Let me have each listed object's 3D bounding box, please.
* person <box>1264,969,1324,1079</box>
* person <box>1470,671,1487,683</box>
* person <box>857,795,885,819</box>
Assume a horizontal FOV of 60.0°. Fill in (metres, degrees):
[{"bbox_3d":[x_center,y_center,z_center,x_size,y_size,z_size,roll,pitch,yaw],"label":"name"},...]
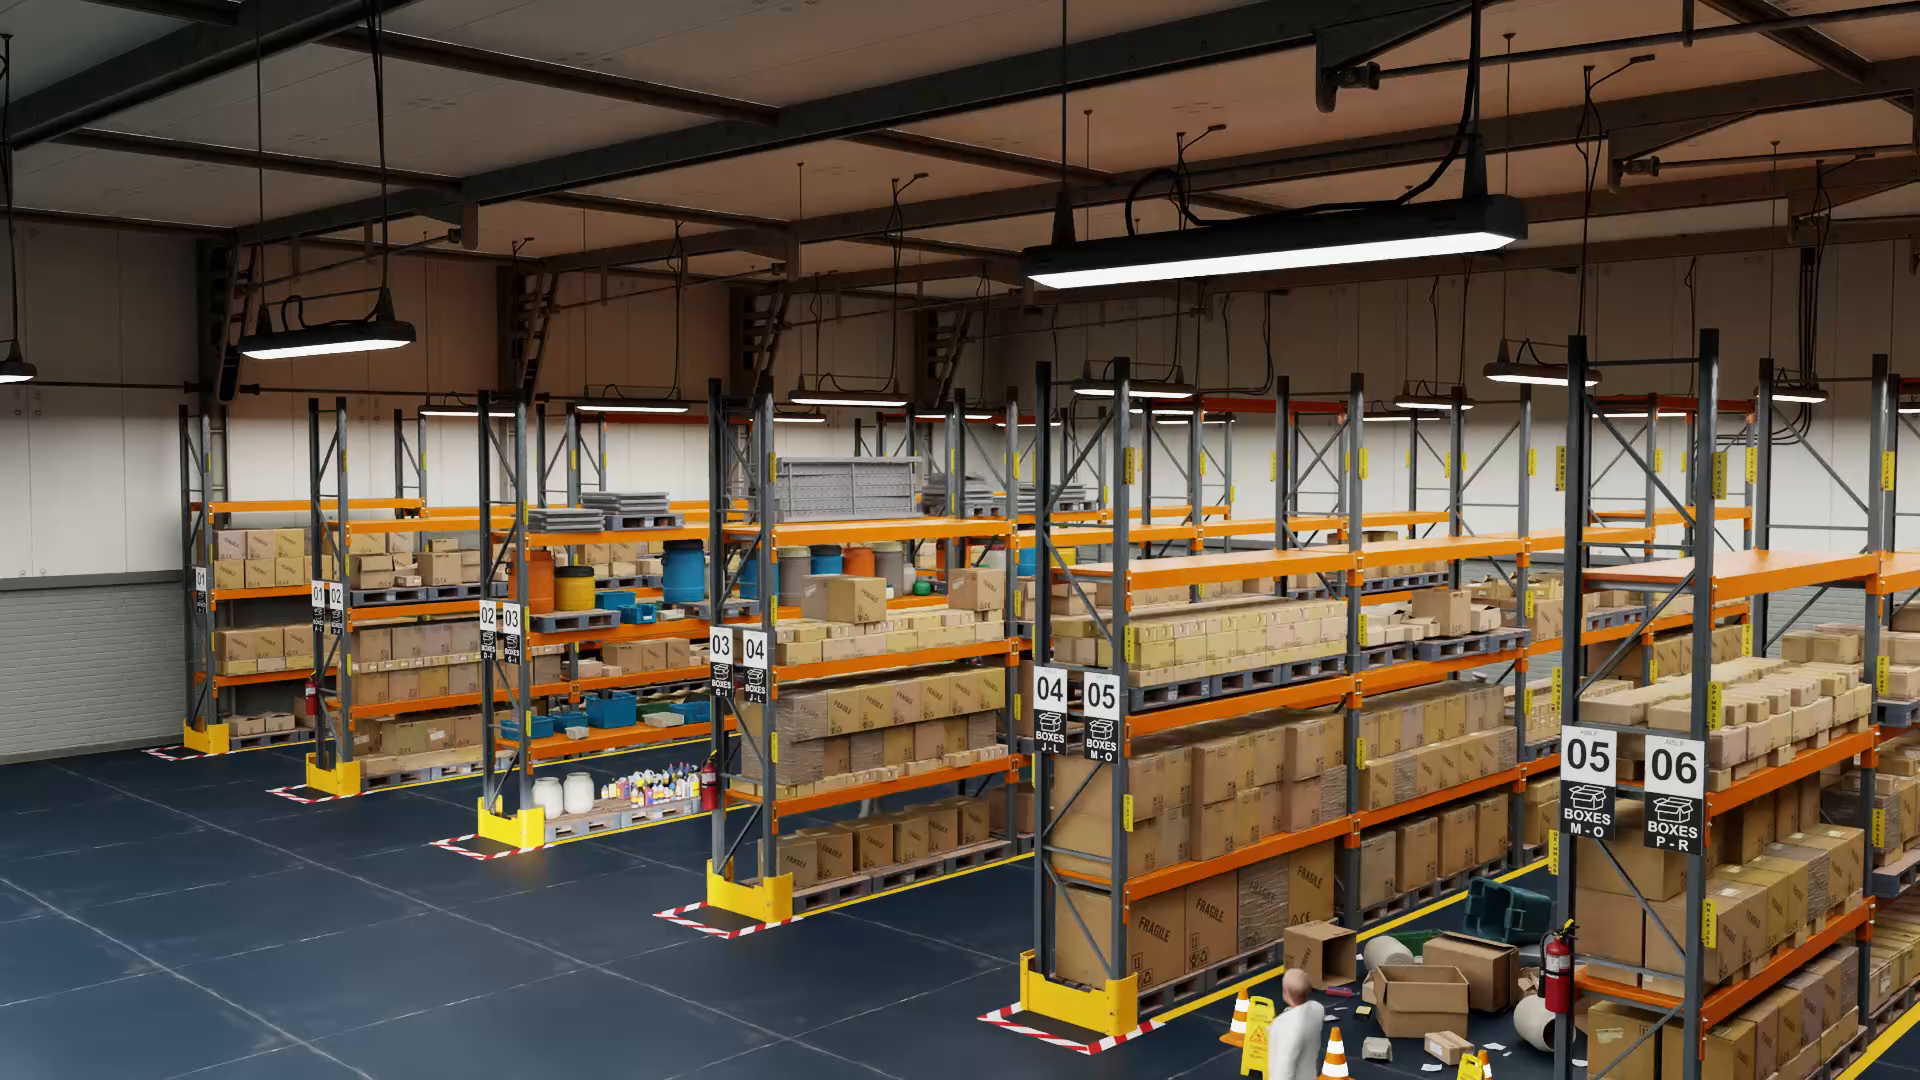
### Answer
[{"bbox_3d":[2.191,3.685,10.953,0.553,1.779,0.662,1,3,22],"label":"person"},{"bbox_3d":[7.984,2.922,25.960,0.592,1.759,0.495,-1,3,-26],"label":"person"},{"bbox_3d":[-1.261,3.100,23.238,0.388,1.696,0.541,1,3,25],"label":"person"}]
